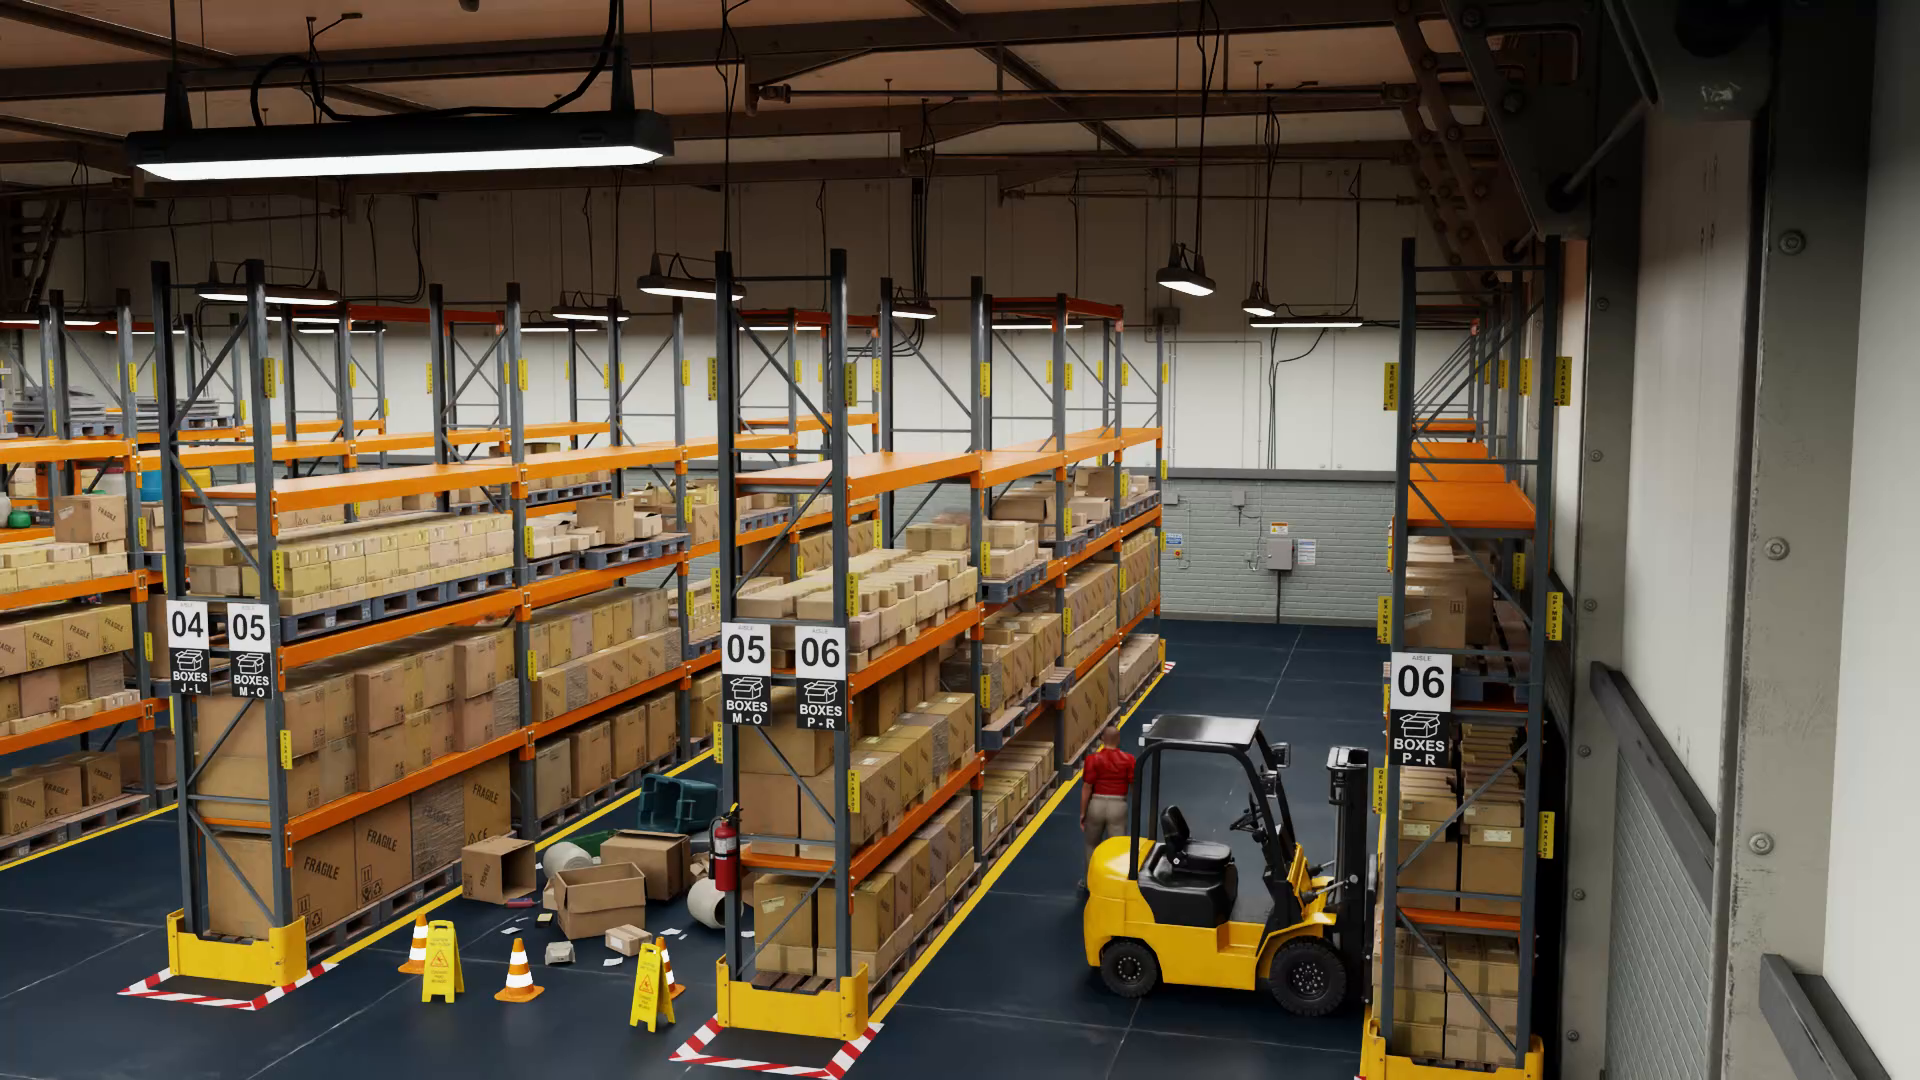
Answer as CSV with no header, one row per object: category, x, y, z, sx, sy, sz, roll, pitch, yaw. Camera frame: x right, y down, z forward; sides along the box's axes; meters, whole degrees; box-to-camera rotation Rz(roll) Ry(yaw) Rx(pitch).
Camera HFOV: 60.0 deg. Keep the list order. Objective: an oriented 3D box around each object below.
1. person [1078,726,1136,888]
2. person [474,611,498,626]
person,1.424,2.623,16.082,0.641,1.710,0.795,1,6,12
person,-6.821,1.746,23.886,0.530,1.727,0.988,3,7,23
